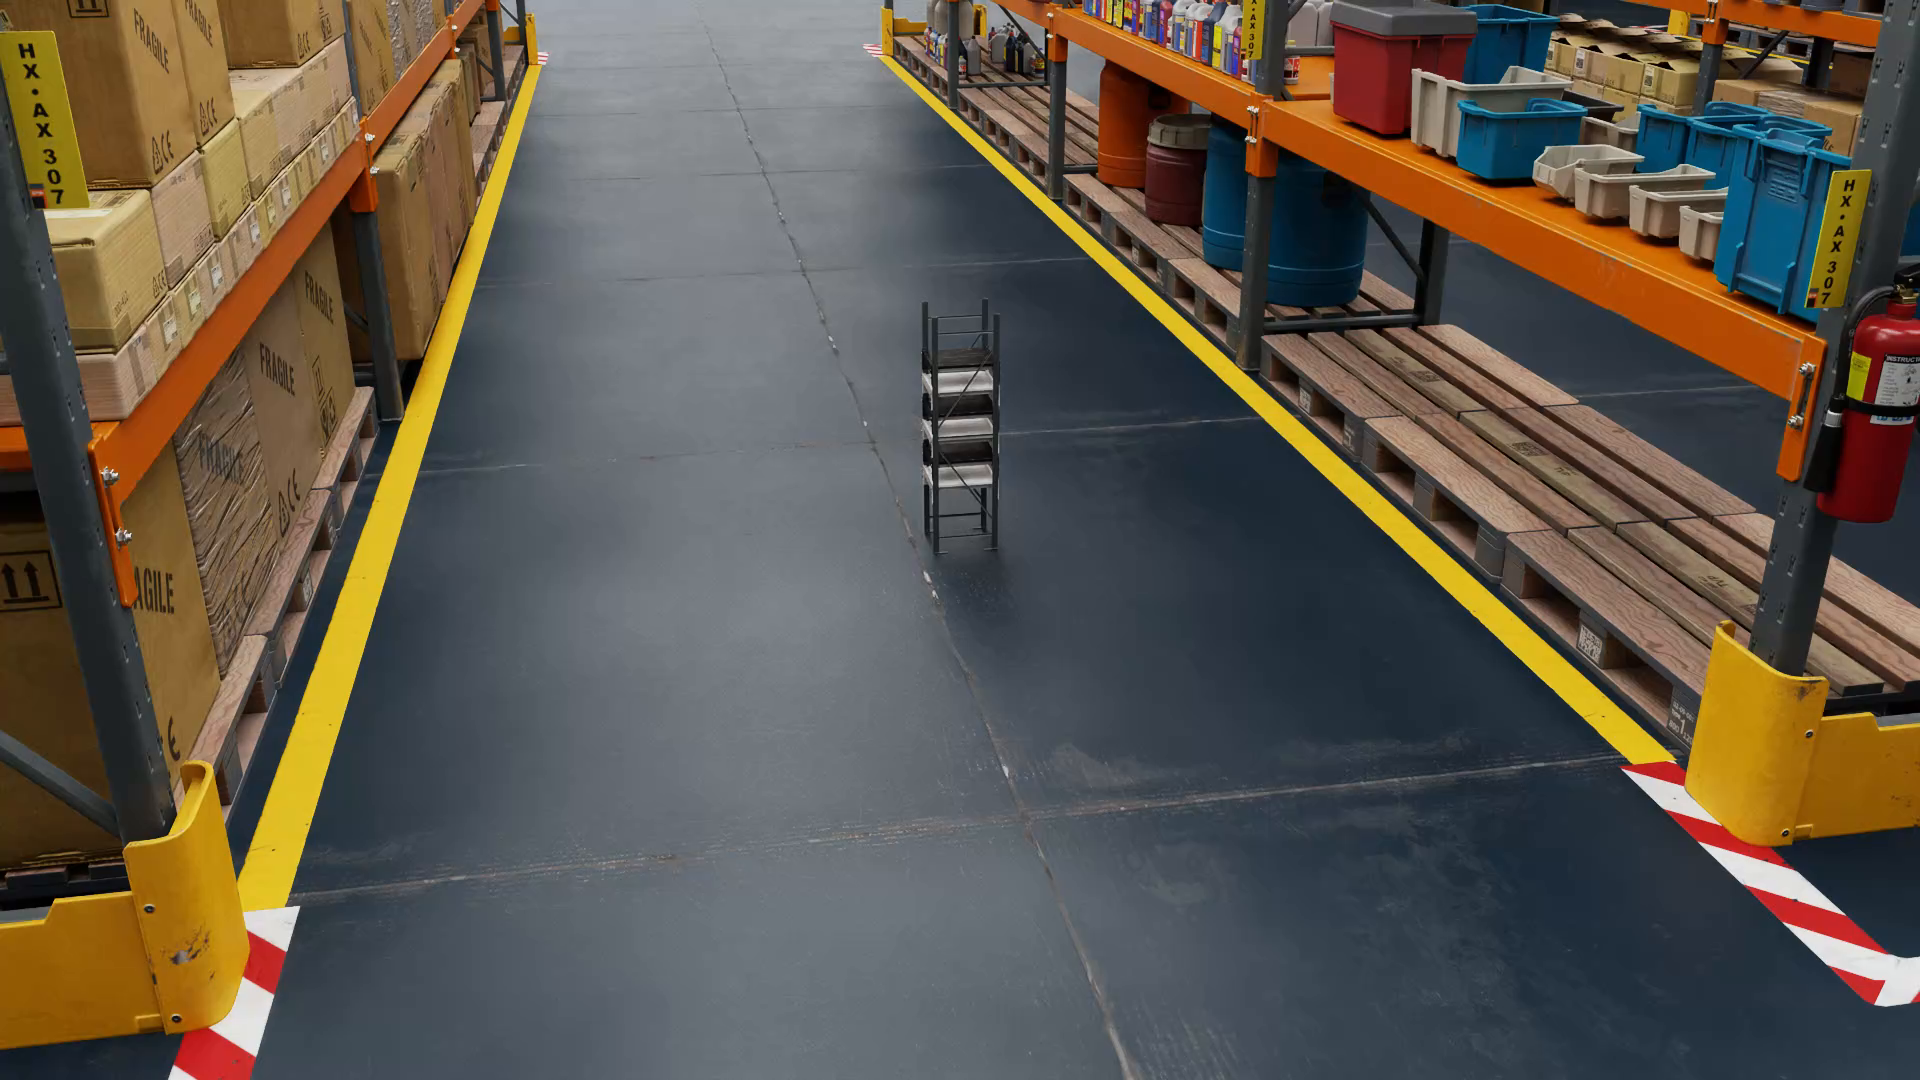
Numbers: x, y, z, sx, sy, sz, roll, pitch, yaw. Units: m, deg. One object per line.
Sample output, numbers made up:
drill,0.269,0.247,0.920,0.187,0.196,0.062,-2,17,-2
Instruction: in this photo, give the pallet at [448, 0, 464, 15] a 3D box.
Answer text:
pallet,-3.979,-3.643,11.083,1.213,0.211,1.003,-4,24,-10

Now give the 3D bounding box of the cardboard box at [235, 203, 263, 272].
cardboard box,-2.245,-0.866,4.799,0.380,0.149,0.250,-5,24,-10

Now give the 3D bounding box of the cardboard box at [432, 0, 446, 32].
cardboard box,-3.408,-3.328,9.998,0.500,0.500,0.500,-4,24,-8

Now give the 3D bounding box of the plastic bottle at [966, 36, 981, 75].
plastic bottle,0.125,-4.629,15.860,0.144,0.351,0.185,-4,24,-10

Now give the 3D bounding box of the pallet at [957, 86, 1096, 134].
pallet,0.569,-3.814,14.720,1.003,0.211,1.213,-4,24,-10

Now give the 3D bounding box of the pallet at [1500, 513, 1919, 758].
pallet,2.490,0.272,5.363,1.003,0.211,1.213,-4,24,-10

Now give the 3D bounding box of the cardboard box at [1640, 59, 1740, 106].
cardboard box,5.655,-3.567,12.880,0.500,0.311,0.500,-4,24,-8

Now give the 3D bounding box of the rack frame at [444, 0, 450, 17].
rack frame,-3.742,-3.458,10.421,1.000,3.000,0.127,-4,24,-10

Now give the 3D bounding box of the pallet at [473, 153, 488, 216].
pallet,-3.885,-2.488,11.683,1.003,0.211,1.213,-4,24,-10

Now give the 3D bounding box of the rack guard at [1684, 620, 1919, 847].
rack guard,2.622,0.476,4.536,1.175,0.500,0.348,-4,24,-10

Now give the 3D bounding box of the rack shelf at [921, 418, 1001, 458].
rack shelf,0.001,-0.379,6.076,0.258,0.077,0.200,-4,24,-10

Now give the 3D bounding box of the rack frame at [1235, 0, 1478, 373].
rack frame,1.865,-2.252,7.658,1.000,3.000,0.127,-4,24,-10

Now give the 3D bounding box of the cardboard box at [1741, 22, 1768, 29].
cardboard box,9.527,-6.171,19.442,0.500,0.311,0.500,-2,24,-5

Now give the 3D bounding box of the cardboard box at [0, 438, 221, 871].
cardboard box,-2.460,0.224,4.120,0.875,0.875,0.875,-4,24,-10

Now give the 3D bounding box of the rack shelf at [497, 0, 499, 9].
rack shelf,-4.852,-5.489,15.968,1.077,0.370,4.000,-4,24,-10

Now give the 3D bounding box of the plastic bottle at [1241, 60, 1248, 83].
plastic bottle,1.426,-2.335,8.097,0.097,0.201,0.097,0,24,0

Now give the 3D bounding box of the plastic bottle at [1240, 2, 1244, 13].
plastic bottle,1.481,-2.650,8.631,0.144,0.351,0.185,-4,24,-10

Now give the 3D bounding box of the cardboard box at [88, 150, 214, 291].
cardboard box,-2.189,-0.792,4.131,0.500,0.250,0.500,-5,24,-10

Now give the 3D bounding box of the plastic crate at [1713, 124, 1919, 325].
plastic crate,2.359,-0.840,4.306,0.616,0.435,0.499,-4,24,-10

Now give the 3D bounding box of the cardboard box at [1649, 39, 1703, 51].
cardboard box,5.988,-4.014,13.903,0.500,0.311,0.500,-5,24,-11

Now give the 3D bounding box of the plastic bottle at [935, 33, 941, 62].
plastic bottle,-0.206,-4.933,16.656,0.097,0.271,0.097,0,24,0

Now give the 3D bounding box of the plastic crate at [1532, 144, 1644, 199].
plastic crate,2.088,-1.230,5.573,0.298,0.136,0.250,-4,24,-10

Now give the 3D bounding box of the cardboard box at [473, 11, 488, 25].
cardboard box,-4.881,-4.925,16.377,0.500,0.500,0.500,-2,24,-5

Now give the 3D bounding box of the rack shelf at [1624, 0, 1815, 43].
rack shelf,5.624,-4.647,14.041,1.077,0.370,4.000,-4,24,-10

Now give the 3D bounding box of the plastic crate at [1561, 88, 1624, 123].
plastic crate,2.336,-1.733,6.738,0.437,0.125,0.590,-4,24,-10

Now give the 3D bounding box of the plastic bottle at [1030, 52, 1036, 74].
plastic bottle,0.720,-4.555,15.879,0.097,0.201,0.097,0,24,0

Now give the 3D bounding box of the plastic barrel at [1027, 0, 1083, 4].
plastic barrel,0.742,-4.047,11.599,0.600,0.536,0.708,-4,24,-10

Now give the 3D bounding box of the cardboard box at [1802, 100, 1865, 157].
cardboard box,5.987,-2.643,11.127,0.500,0.500,0.500,-5,24,-10

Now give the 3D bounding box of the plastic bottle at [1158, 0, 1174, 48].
plastic bottle,1.158,-2.903,9.295,0.061,0.283,0.133,-4,24,-10

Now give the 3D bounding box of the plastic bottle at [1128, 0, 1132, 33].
plastic bottle,1.053,-3.161,9.900,0.097,0.271,0.097,0,24,0

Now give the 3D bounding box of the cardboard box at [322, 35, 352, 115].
cardboard box,-2.663,-1.798,6.436,0.500,0.250,0.500,-5,24,-11

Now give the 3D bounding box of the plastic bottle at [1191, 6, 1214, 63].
plastic bottle,1.313,-2.668,8.766,0.152,0.276,0.135,-4,24,-10

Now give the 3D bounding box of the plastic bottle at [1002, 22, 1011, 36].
plastic bottle,0.496,-5.049,16.822,0.144,0.351,0.185,-3,24,-8

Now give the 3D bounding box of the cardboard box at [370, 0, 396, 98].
cardboard box,-2.936,-2.328,7.708,0.500,0.500,0.500,-4,24,-10

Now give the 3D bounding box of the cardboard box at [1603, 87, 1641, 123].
cardboard box,5.558,-3.514,13.458,0.500,0.250,0.500,-5,24,-10

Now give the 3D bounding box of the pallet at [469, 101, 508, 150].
pallet,-4.337,-3.448,13.880,1.003,0.211,1.213,-4,24,-10

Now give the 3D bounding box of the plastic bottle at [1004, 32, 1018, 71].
plastic bottle,0.502,-4.724,16.077,0.144,0.351,0.185,-4,24,-10

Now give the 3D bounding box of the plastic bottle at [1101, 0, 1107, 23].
plastic bottle,0.973,-3.392,10.424,0.152,0.276,0.135,-4,24,-10

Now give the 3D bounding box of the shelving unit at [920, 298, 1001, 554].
shelving unit,0.001,-0.409,6.063,0.258,0.900,0.210,-4,24,-10

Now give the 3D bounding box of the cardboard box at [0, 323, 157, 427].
cardboard box,-2.004,-0.361,3.642,0.380,0.149,0.250,-4,24,-9

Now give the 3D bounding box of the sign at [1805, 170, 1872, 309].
sign,2.067,-0.706,3.915,0.100,0.325,0.005,-4,24,-10

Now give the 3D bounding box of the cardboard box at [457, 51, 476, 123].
cardboard box,-4.320,-3.656,13.446,0.700,0.500,0.500,-4,24,-10

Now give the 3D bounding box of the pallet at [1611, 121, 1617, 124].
pallet,5.880,-3.239,13.402,1.003,0.211,1.213,-4,24,-10

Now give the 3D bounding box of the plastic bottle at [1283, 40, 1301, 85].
plastic bottle,1.593,-2.308,8.035,0.097,0.201,0.097,0,24,0

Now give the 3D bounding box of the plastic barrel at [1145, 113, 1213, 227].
plastic barrel,1.441,-2.277,10.204,0.600,0.588,0.708,-4,24,-10

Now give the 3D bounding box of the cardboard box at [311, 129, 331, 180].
cardboard box,-2.482,-1.371,5.955,0.380,0.149,0.250,-4,24,-9

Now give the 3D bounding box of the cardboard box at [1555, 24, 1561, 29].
cardboard box,5.173,-4.575,15.186,0.500,0.311,0.500,-5,24,-10
